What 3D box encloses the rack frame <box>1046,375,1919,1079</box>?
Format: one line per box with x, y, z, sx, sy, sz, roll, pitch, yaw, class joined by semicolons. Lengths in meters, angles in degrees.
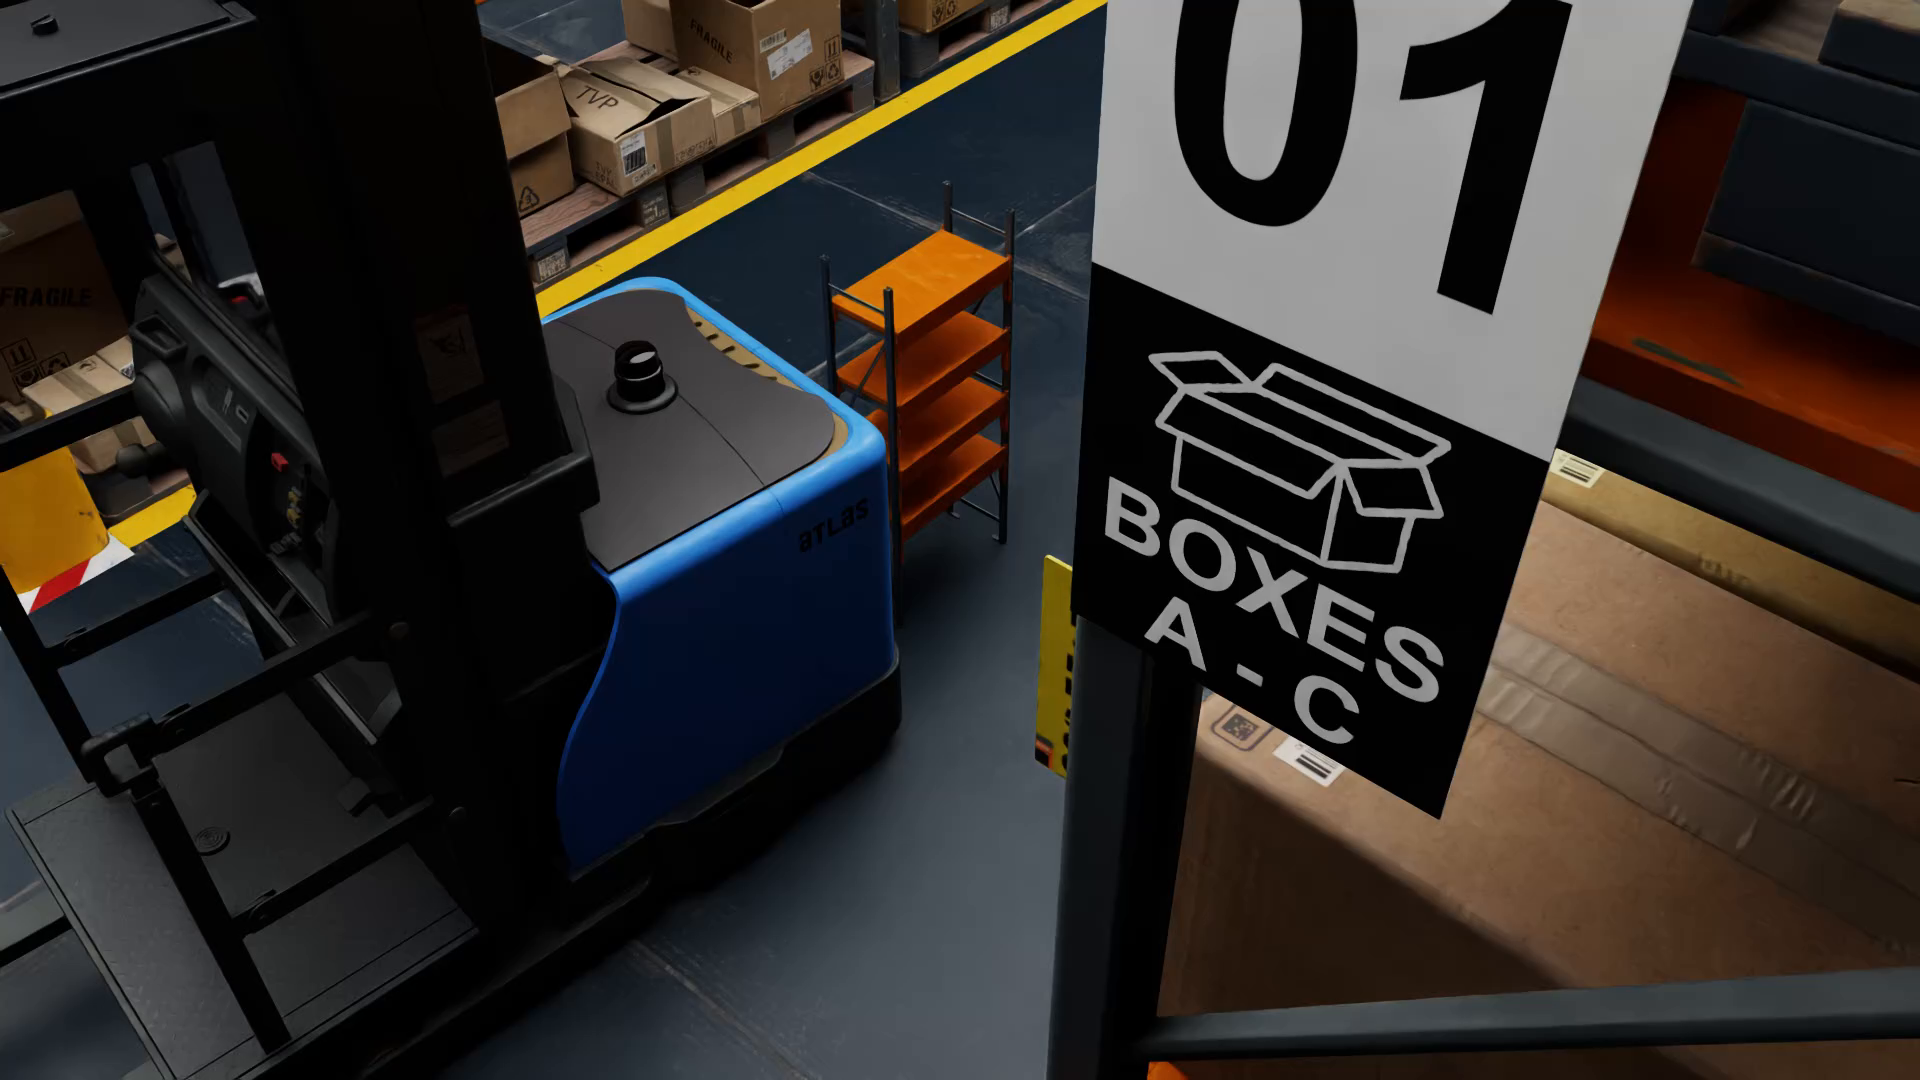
0.533;0.915;2.014;1.000;3.000;0.127;29;50;28;rack frame

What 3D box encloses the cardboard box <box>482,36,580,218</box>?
-1.891;-1.557;6.261;0.797;0.503;0.637;29;50;28;cardboard box

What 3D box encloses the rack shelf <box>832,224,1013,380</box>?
-0.107;-0.649;4.488;0.258;0.148;0.480;29;50;28;rack shelf

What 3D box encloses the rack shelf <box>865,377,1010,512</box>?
-0.107;-0.309;4.798;0.258;0.148;0.480;29;50;28;rack shelf

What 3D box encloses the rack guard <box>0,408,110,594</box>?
-3.212;-0.342;5.254;1.175;0.500;0.348;29;50;28;rack guard

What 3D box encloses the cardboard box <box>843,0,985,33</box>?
-0.189;-2.669;7.487;0.500;0.500;0.500;27;49;27;cardboard box

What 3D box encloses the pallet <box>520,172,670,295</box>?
-1.914;-1.271;6.491;1.003;0.211;1.213;29;50;28;pallet

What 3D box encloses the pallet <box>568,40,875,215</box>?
-1.129;-1.902;7.185;1.003;0.211;1.213;29;50;28;pallet

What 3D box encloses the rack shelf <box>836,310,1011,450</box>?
-0.107;-0.474;4.647;0.258;0.148;0.480;29;50;28;rack shelf

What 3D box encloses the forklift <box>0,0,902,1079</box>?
-1.592;-0.116;3.199;3.031;2.935;1.130;-31;51;-30;forklift

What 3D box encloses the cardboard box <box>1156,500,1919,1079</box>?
0.854;0.537;2.207;0.980;0.700;0.700;32;51;30;cardboard box

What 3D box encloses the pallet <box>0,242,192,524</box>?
-2.699;-0.646;5.804;1.003;0.211;1.213;29;50;28;pallet

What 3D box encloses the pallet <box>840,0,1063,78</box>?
-0.192;-2.691;8.053;1.003;0.211;1.213;29;50;28;pallet

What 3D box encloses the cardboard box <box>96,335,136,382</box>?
-2.567;-0.538;5.391;0.380;0.166;0.250;29;50;28;cardboard box

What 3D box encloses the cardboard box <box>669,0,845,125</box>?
-0.836;-2.109;6.871;0.500;0.500;0.500;29;50;28;cardboard box

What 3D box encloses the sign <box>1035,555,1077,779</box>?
0.127;0.157;1.811;0.100;0.325;0.005;29;50;28;sign

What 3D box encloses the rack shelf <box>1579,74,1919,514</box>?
1.820;-0.958;2.379;1.077;0.370;4.000;29;50;28;rack shelf

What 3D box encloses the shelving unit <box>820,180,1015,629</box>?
-0.107;-0.359;4.753;0.258;1.200;0.503;29;50;28;shelving unit

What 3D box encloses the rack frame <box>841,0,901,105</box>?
-0.686;-3.287;6.636;1.000;3.000;0.127;29;50;28;rack frame

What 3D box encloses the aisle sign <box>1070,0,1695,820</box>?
0.257;-0.140;1.241;0.394;0.787;0.004;29;50;28;aisle sign

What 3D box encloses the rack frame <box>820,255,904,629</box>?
-0.264;-0.233;4.614;0.240;1.200;0.015;29;50;28;rack frame

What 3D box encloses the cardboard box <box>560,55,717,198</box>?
-1.319;-1.653;6.510;0.500;0.311;0.500;29;50;28;cardboard box

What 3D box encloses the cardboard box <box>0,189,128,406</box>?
-3.099;-0.852;5.489;0.500;0.500;0.500;29;50;28;cardboard box

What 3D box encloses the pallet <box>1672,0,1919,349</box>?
1.003;-0.548;1.460;1.003;0.211;1.213;29;50;28;pallet

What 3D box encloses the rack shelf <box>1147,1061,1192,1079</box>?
1.820;0.151;3.389;1.077;0.370;4.000;29;50;28;rack shelf

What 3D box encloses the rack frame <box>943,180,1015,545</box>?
0.050;-0.484;4.891;0.240;1.200;0.015;29;50;28;rack frame

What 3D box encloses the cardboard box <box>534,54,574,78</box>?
-1.671;-1.830;6.812;0.380;0.166;0.250;29;50;28;cardboard box

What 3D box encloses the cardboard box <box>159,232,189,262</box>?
-2.770;-0.898;5.787;0.380;0.166;0.250;29;50;28;cardboard box

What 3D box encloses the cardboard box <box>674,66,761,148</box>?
-1.031;-1.760;6.748;0.380;0.149;0.250;29;50;28;cardboard box

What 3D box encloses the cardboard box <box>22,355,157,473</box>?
-2.728;-0.403;5.255;0.380;0.149;0.250;29;50;28;cardboard box

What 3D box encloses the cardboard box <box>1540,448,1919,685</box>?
1.314;0.158;2.624;0.980;0.700;0.700;29;50;28;cardboard box

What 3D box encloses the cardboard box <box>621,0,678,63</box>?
-1.122;-2.333;7.258;0.500;0.311;0.500;29;50;28;cardboard box

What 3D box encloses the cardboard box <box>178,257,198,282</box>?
-2.372;-0.788;5.604;0.500;0.250;0.500;29;50;28;cardboard box

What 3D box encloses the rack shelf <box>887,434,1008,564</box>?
-0.107;-0.162;4.931;0.258;0.148;0.480;29;50;28;rack shelf
